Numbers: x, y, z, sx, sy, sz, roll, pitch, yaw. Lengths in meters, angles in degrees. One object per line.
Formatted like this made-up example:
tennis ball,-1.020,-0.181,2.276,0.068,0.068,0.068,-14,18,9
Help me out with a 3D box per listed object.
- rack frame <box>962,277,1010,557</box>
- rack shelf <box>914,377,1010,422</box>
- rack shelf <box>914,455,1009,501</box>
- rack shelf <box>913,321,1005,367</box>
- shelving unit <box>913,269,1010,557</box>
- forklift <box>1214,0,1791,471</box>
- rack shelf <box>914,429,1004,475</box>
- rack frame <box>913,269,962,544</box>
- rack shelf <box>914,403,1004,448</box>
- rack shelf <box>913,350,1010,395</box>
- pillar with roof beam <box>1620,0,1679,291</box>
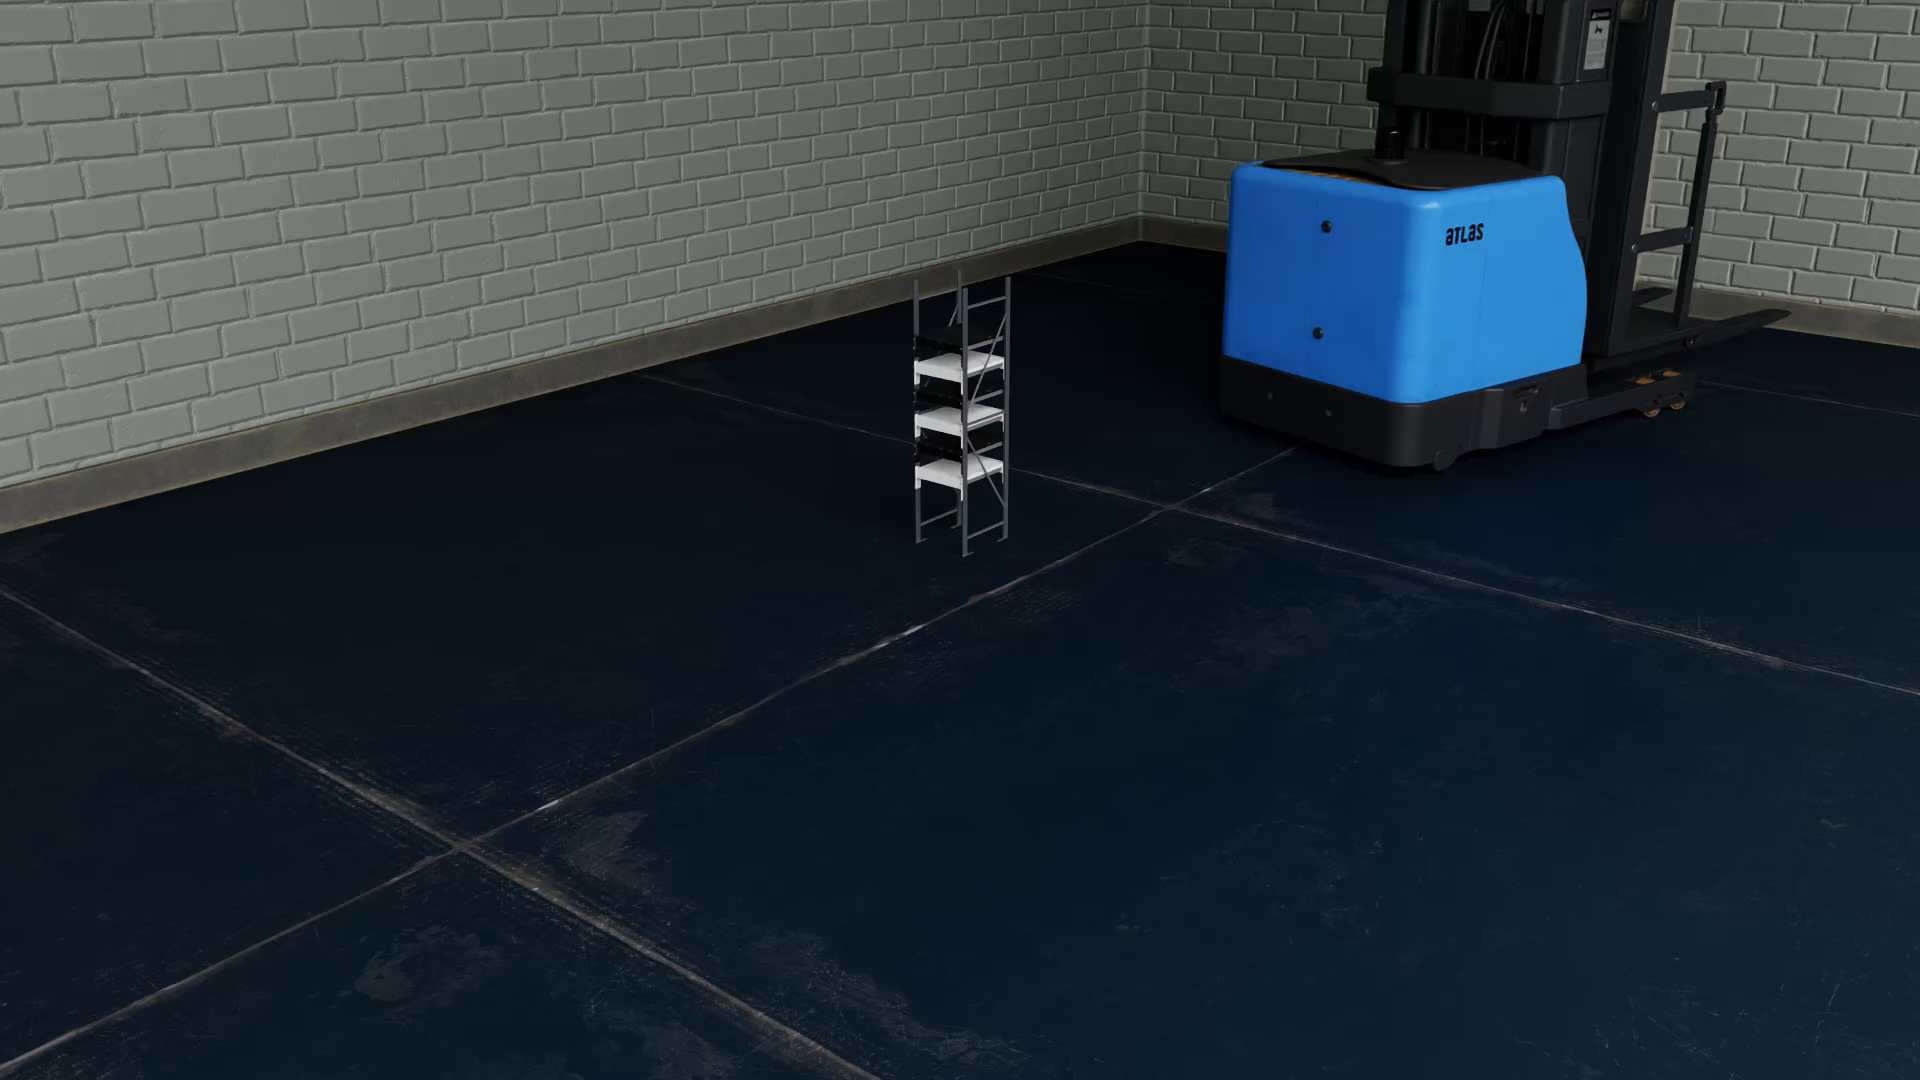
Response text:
rack frame,0.085,-0.397,5.444,0.006,0.900,0.240,16,26,36
rack shelf,0.006,-0.472,5.485,0.200,0.077,0.258,16,26,36
rack shelf,0.006,-0.220,5.580,0.200,0.077,0.258,16,26,36
rack shelf,0.006,-0.641,5.421,0.200,0.077,0.258,16,26,36
shelving unit,0.006,-0.419,5.505,0.210,0.900,0.258,16,26,36
forklift,2.543,-2.026,6.886,3.031,2.935,1.130,-15,25,-34
rack shelf,0.006,-0.304,5.548,0.200,0.077,0.258,16,26,36
rack frame,-0.072,-0.442,5.565,0.006,0.900,0.240,16,26,36
rack shelf,0.006,-0.388,5.516,0.200,0.077,0.258,16,26,36
rack shelf,0.006,-0.556,5.453,0.200,0.077,0.258,16,26,36
pillar with roof beam,0.678,-4.294,4.301,0.400,9.000,9.100,16,26,36
